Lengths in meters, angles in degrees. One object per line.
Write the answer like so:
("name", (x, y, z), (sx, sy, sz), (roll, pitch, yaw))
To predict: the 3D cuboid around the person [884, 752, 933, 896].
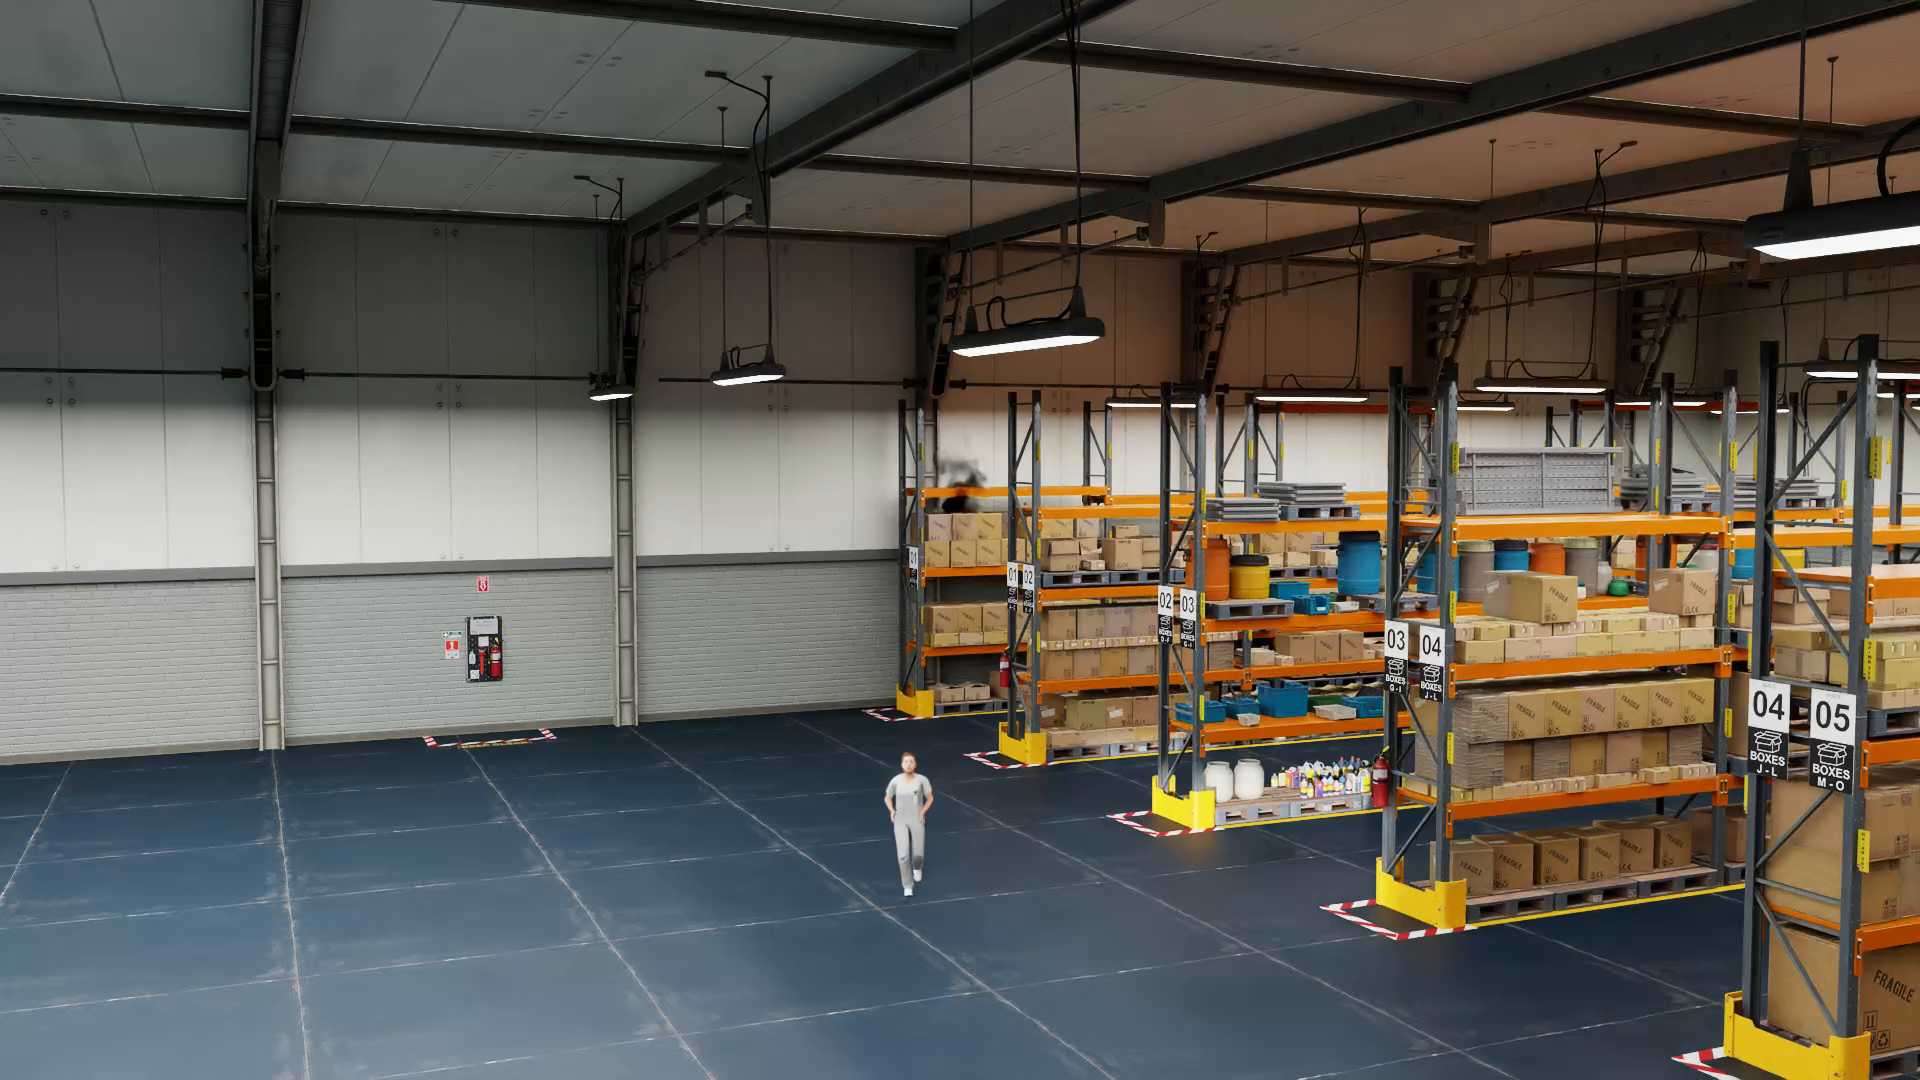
("person", (-0.589, 3.232, 19.072), (0.561, 1.617, 0.594), (0, 3, 1))
